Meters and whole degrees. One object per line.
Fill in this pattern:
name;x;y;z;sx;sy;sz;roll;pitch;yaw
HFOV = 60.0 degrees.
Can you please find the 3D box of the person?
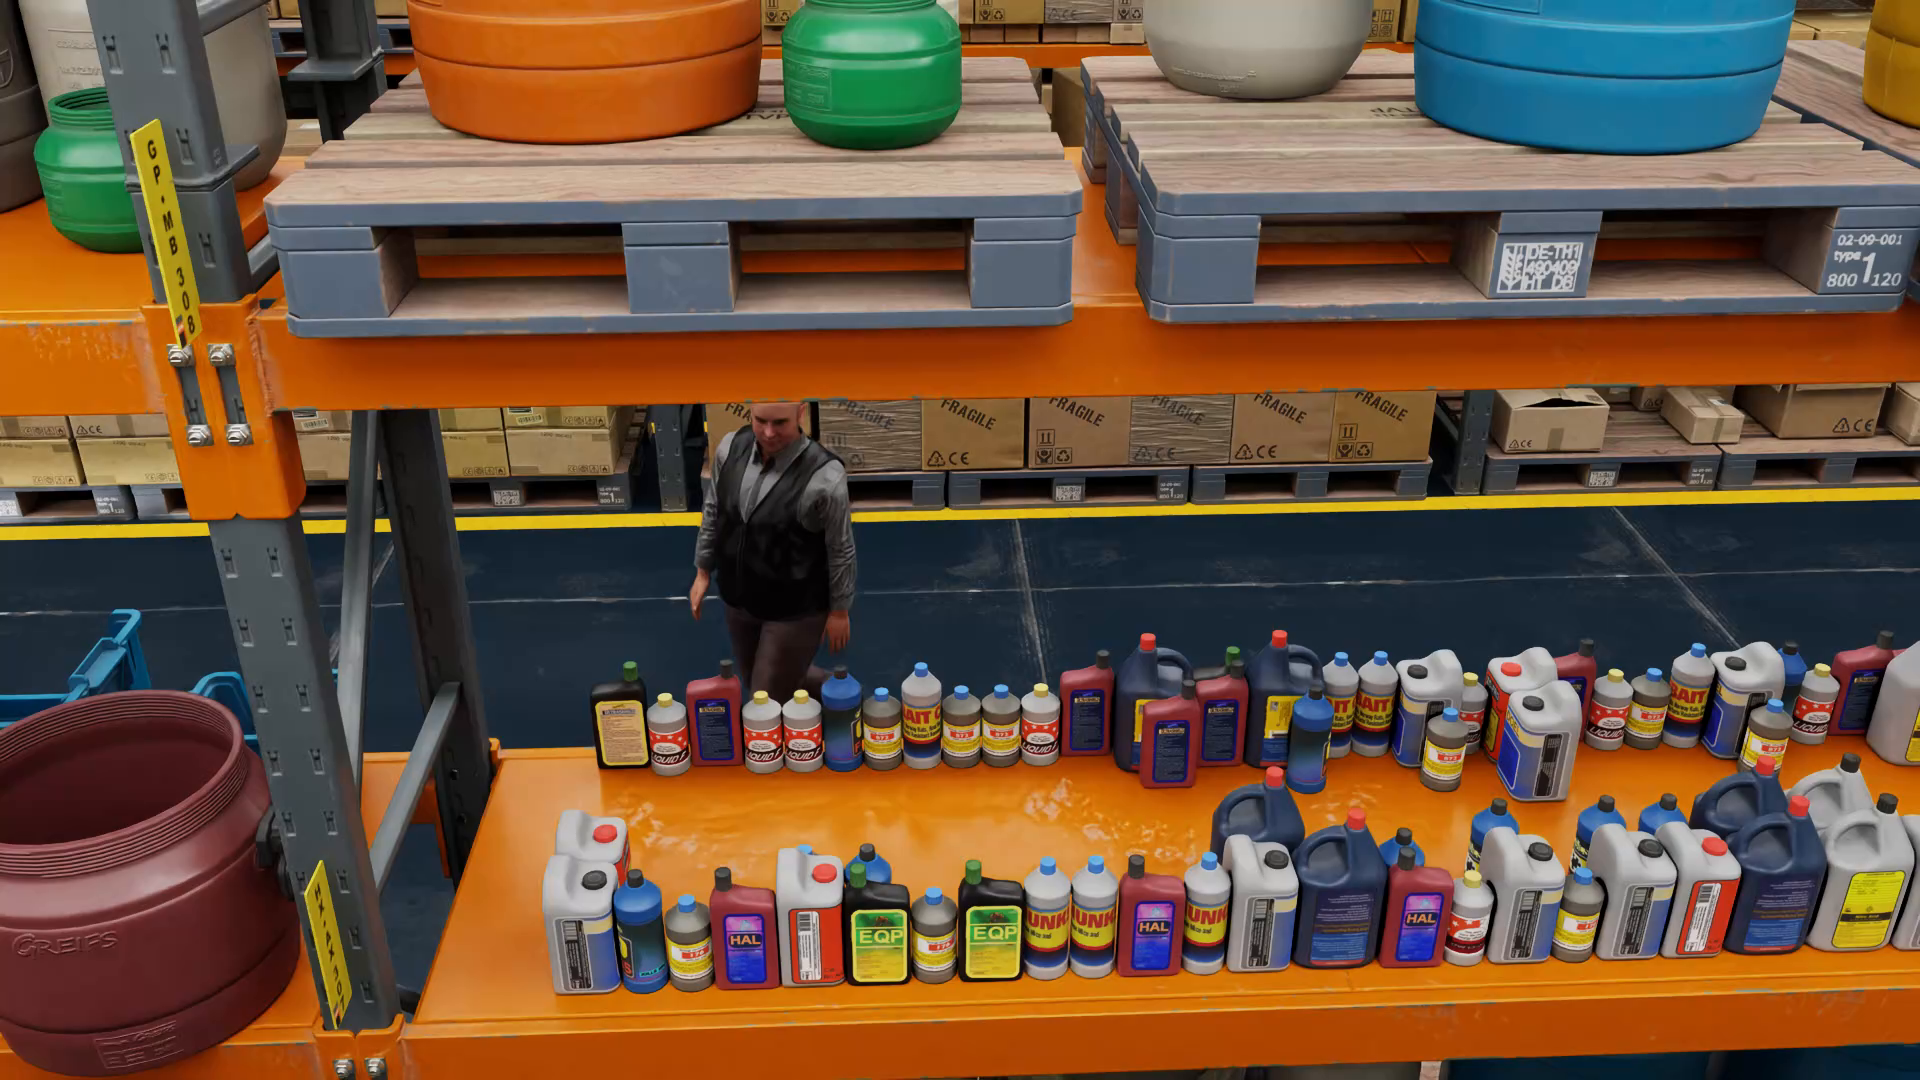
person;-0.625;0.193;5.785;0.599;1.706;0.872;19;33;32
